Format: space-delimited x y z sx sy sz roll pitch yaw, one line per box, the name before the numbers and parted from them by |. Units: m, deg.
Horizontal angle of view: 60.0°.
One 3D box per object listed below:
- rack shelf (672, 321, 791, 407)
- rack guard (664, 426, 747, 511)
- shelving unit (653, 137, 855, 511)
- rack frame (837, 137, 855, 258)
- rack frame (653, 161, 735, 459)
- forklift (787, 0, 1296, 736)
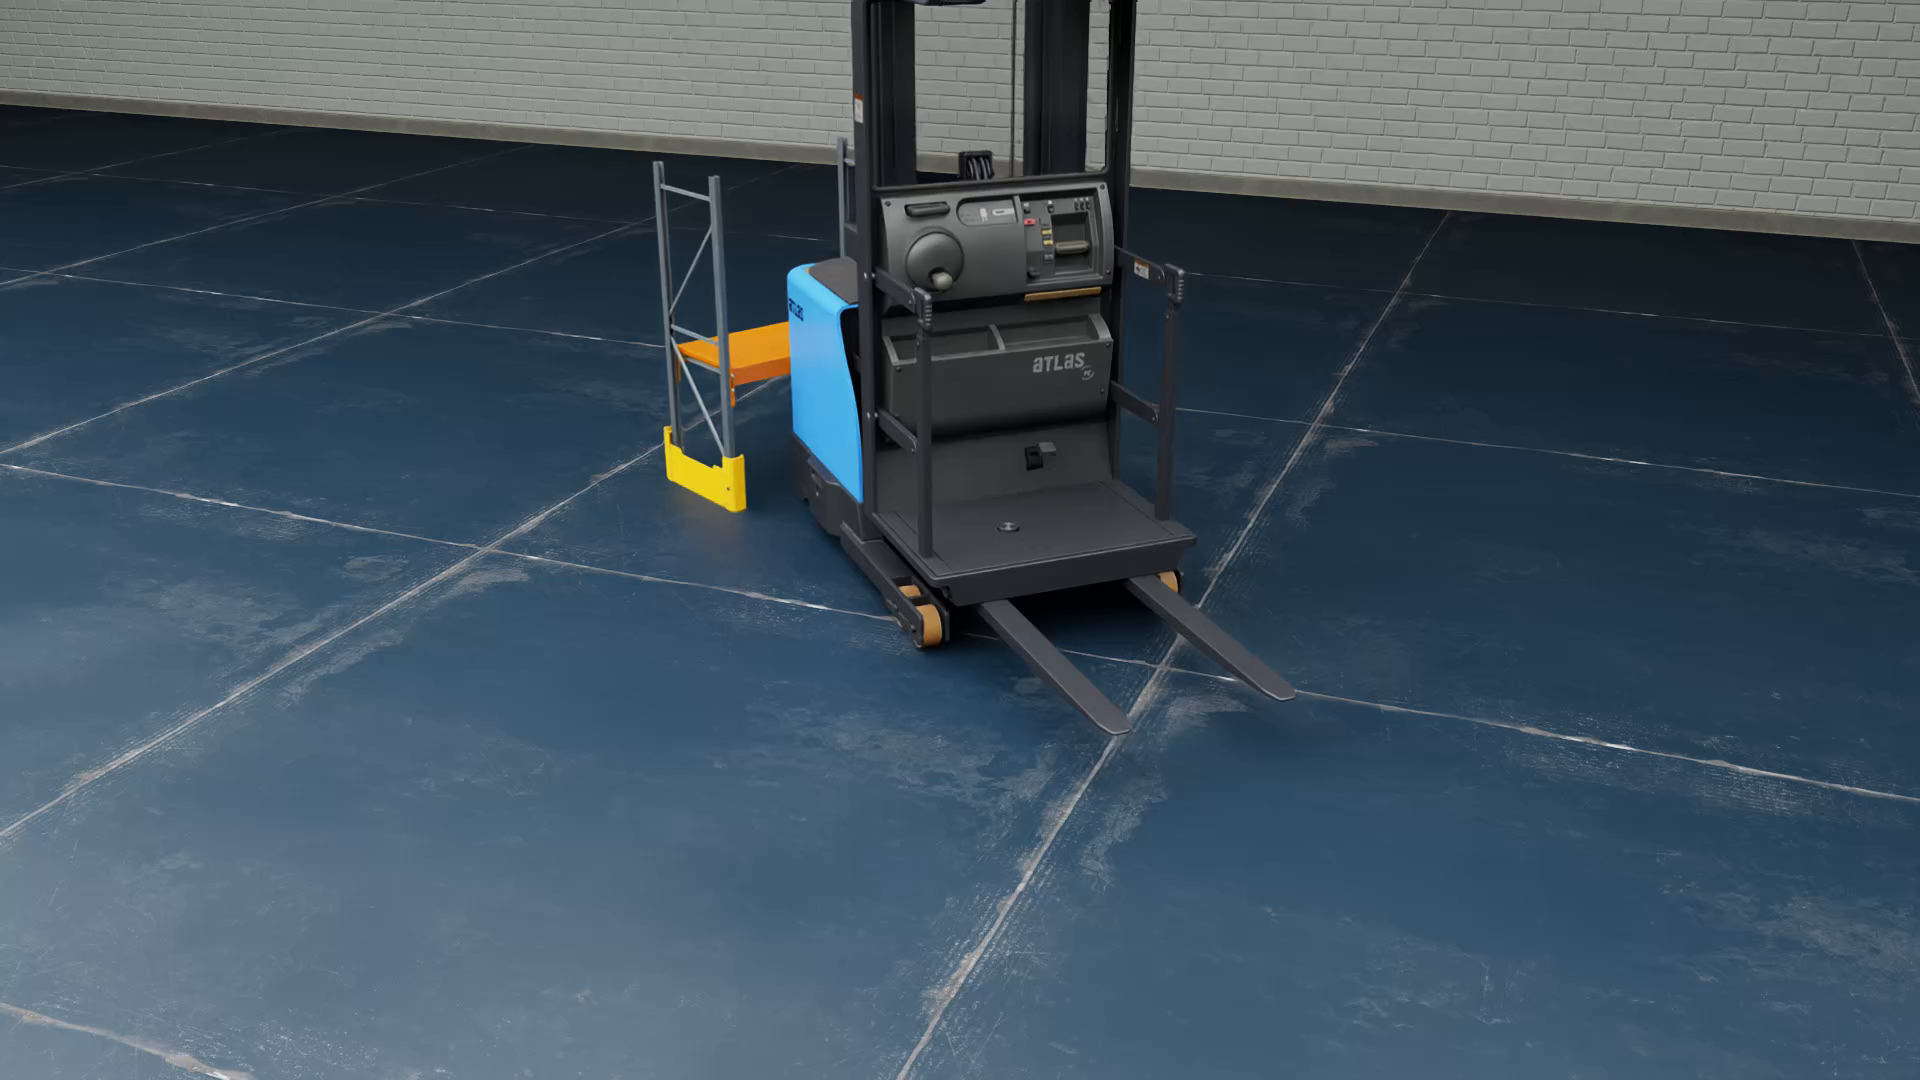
rack shelf | -0.804 -0.879 7.875 1.000 0.185 0.538 -18 29 -37
rack guard | -1.190 -0.341 7.742 0.087 0.250 0.587 -18 29 -37
shelving unit | -0.811 -1.042 7.800 1.083 1.500 0.587 -18 29 -37
rack frame | -0.418 -1.172 8.110 0.032 1.500 0.500 -18 29 -37
rack frame | -1.191 -0.918 7.501 0.032 1.500 0.500 -18 29 -37
forklift | 0.232 -1.127 6.146 1.130 2.935 3.031 -9 24 -20
